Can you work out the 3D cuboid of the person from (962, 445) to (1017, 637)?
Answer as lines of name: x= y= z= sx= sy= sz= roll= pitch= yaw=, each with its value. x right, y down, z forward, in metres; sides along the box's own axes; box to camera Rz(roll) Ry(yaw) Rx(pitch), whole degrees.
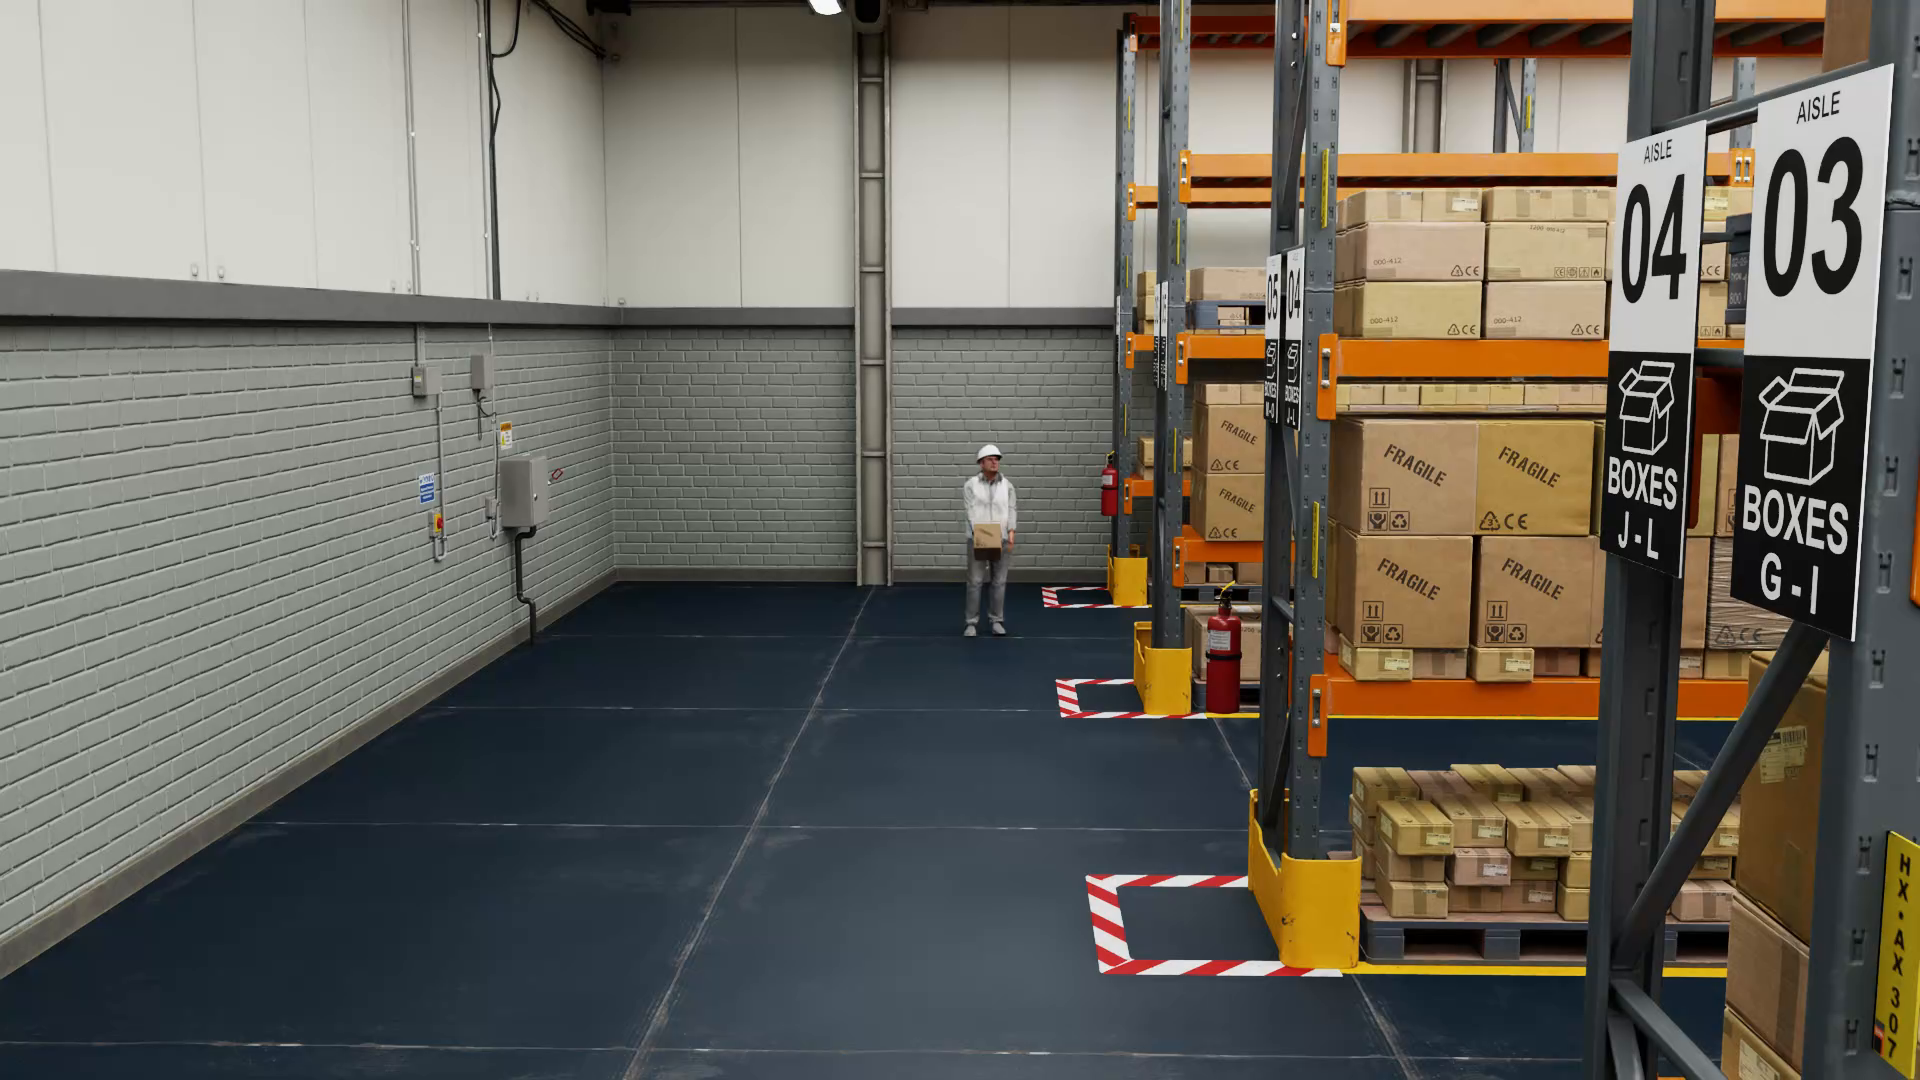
person: x=0.270 y=0.004 z=15.607 sx=0.561 sy=1.777 sz=0.522 roll=-2 pitch=7 yaw=-13
